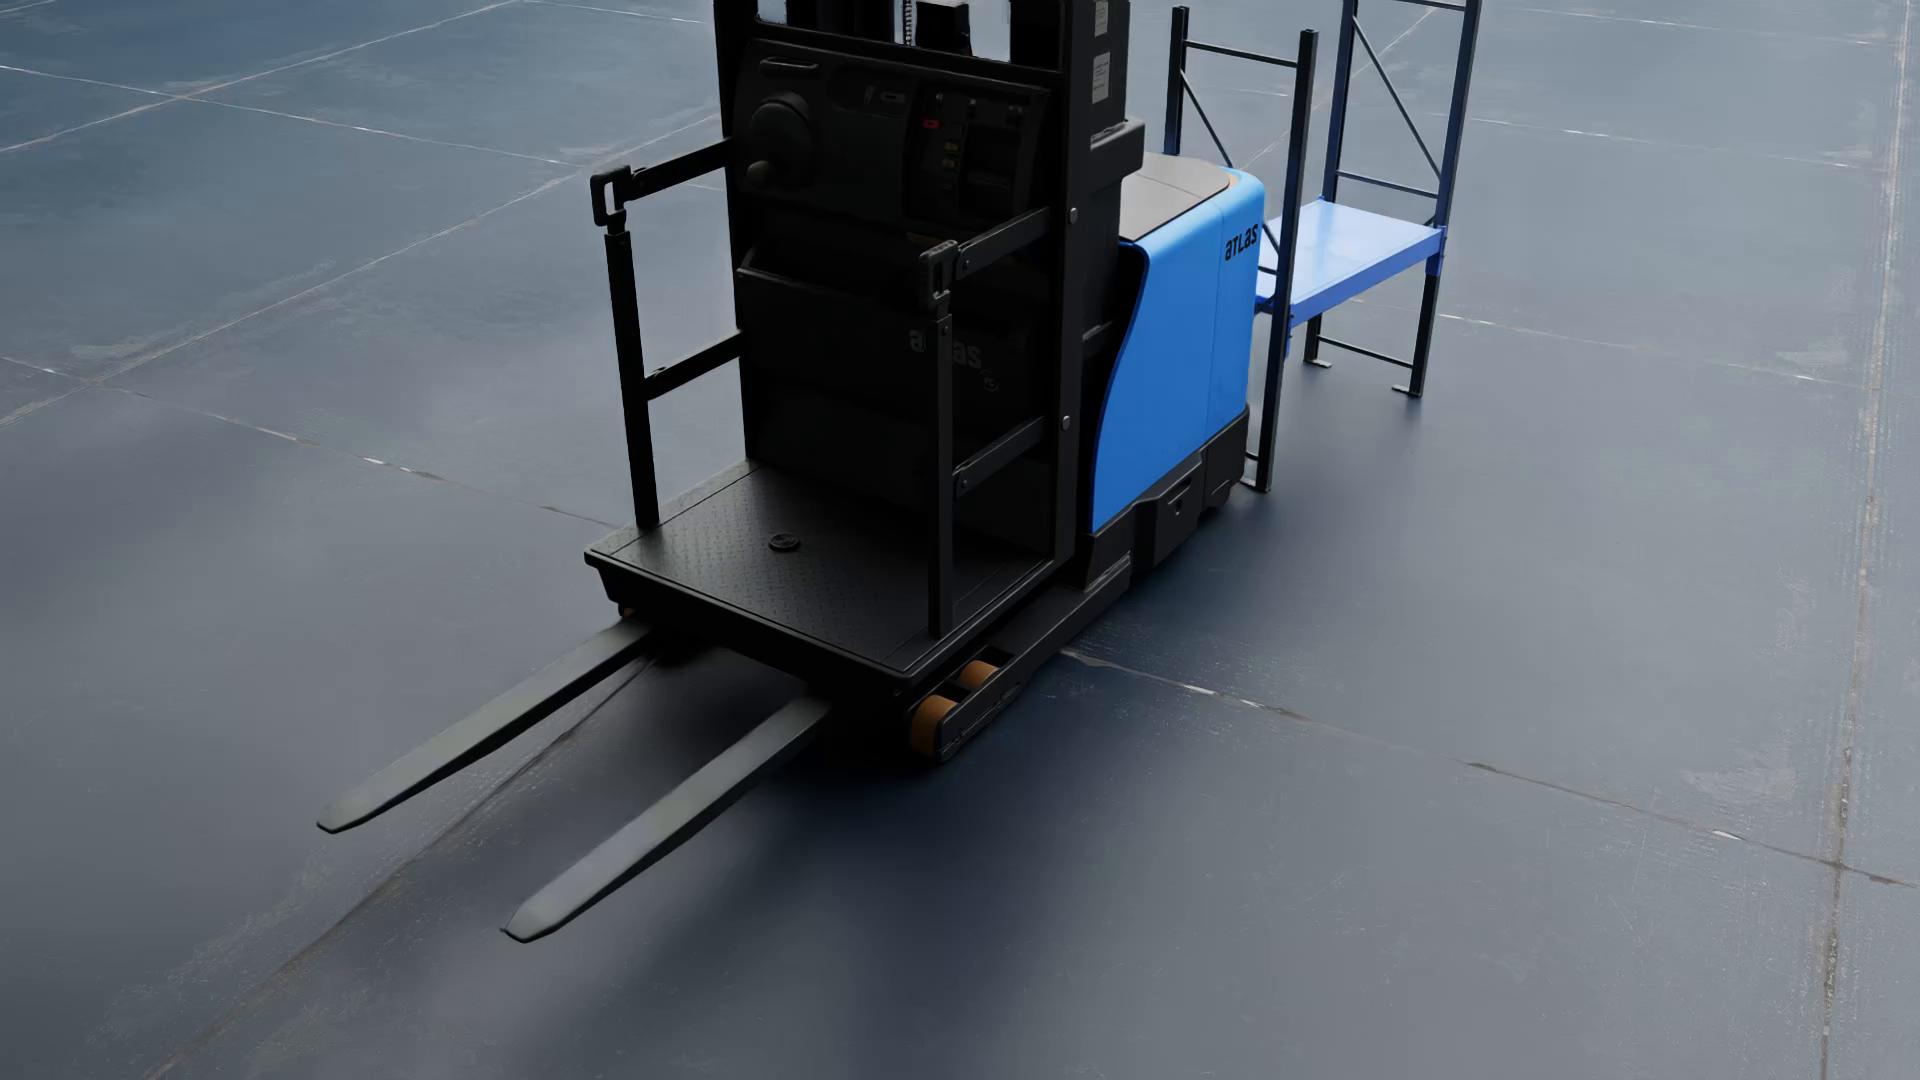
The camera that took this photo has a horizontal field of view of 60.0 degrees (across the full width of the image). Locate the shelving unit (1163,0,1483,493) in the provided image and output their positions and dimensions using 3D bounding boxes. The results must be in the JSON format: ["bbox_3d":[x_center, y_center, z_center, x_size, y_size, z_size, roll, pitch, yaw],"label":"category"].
[{"bbox_3d":[1.186,-1.084,5.632,0.538,1.500,1.048,25,38,36],"label":"shelving unit"}]

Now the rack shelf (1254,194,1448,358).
[{"bbox_3d":[1.186,-0.928,5.721,0.538,0.185,1.000,25,38,36],"label":"rack shelf"}]

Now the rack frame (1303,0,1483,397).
[{"bbox_3d":[1.530,-1.271,5.956,0.500,1.500,0.032,25,38,36],"label":"rack frame"}]

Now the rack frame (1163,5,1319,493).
[{"bbox_3d":[0.842,-0.898,5.307,0.500,1.500,0.032,25,38,36],"label":"rack frame"}]

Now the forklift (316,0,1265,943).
[{"bbox_3d":[-0.308,-0.976,4.006,1.130,2.935,3.031,19,35,29],"label":"forklift"}]
